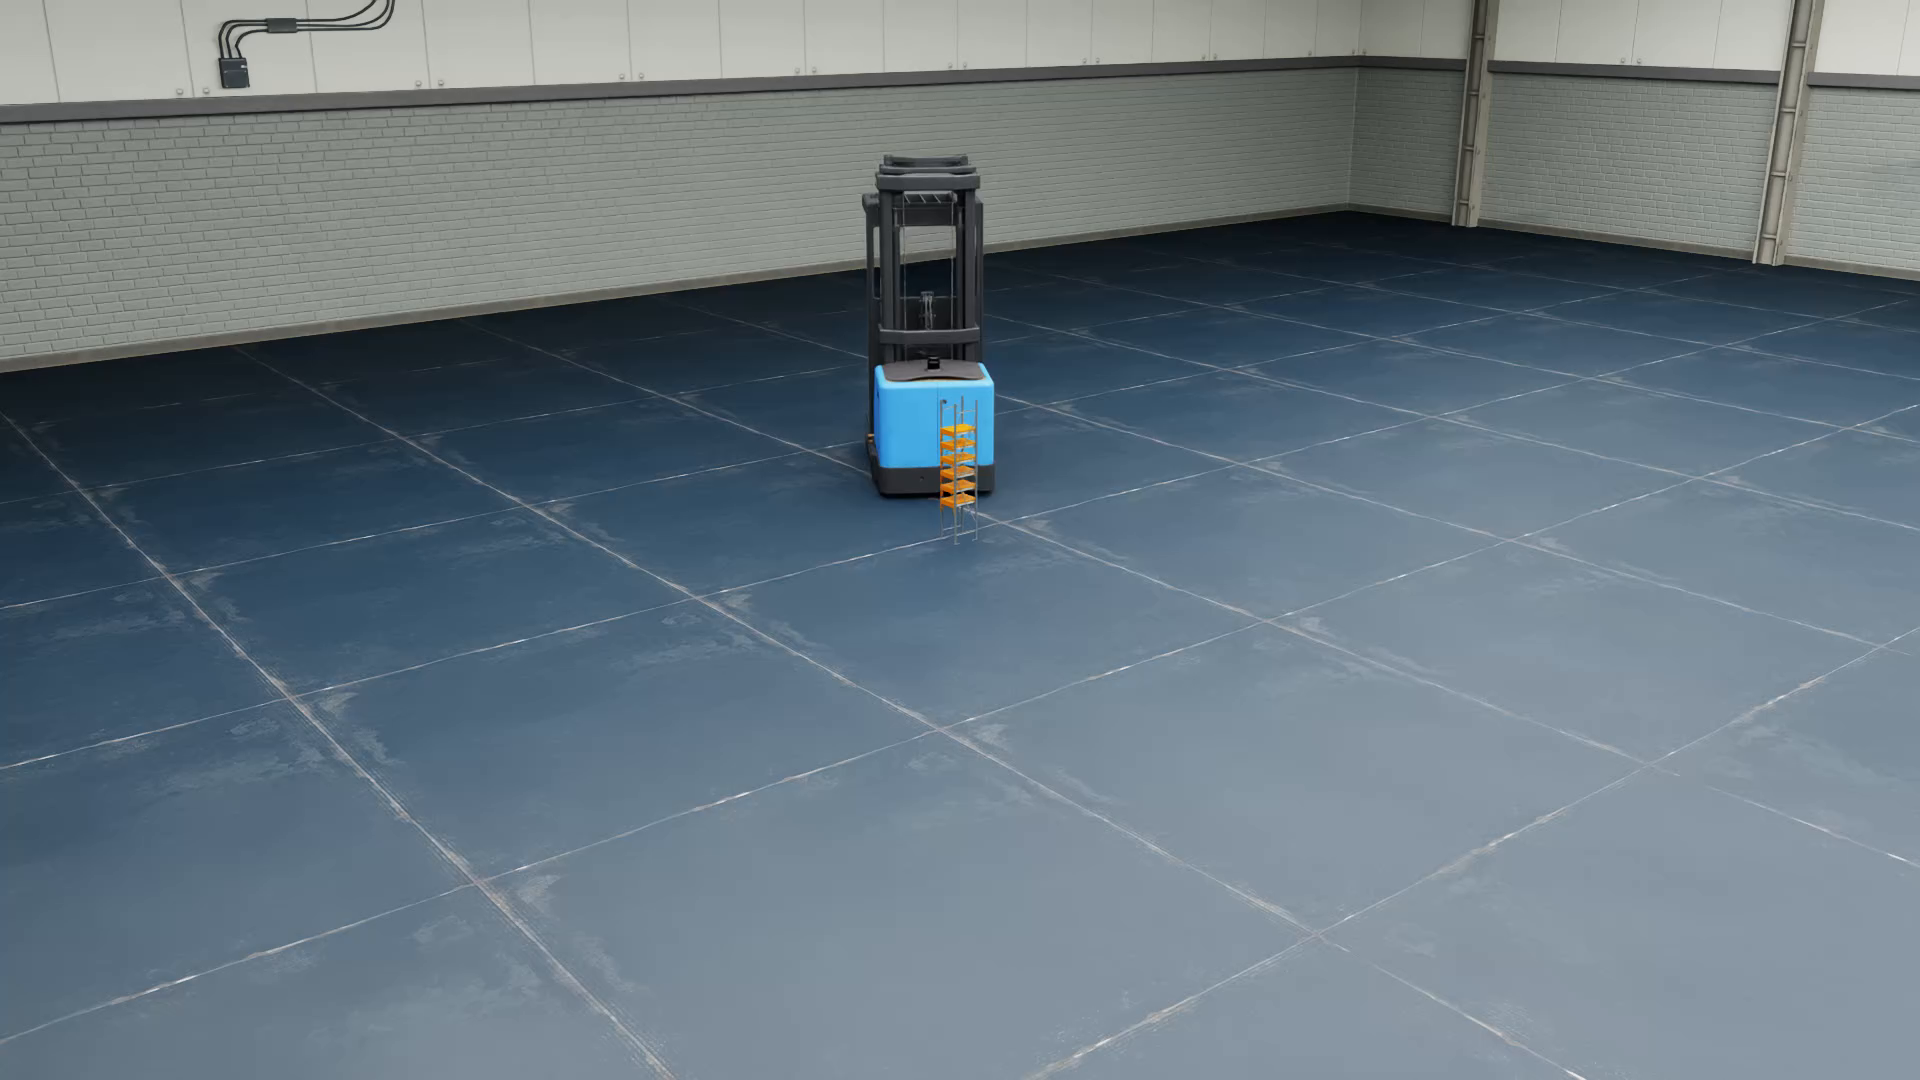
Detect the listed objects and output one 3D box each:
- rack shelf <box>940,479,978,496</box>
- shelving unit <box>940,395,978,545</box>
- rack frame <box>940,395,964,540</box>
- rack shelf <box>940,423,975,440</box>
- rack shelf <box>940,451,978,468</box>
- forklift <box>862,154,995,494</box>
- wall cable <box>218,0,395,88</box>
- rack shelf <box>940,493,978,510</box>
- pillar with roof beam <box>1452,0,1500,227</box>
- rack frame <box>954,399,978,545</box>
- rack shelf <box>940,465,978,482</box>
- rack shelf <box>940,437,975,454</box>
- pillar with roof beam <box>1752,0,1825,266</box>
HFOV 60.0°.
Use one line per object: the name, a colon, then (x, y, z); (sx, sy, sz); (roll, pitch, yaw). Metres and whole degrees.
rack shelf: (-0.009, -0.417, 13.736); (0.258, 0.103, 0.180); (-14, 23, -36)
shelving unit: (-0.009, -0.573, 13.685); (0.258, 1.200, 0.189); (-14, 23, -36)
rack frame: (-0.066, -0.596, 13.753); (0.240, 1.200, 0.006); (-14, 23, -36)
rack shelf: (-0.009, -0.873, 13.585); (0.258, 0.103, 0.180); (-14, 23, -36)
rack shelf: (-0.009, -0.645, 13.661); (0.258, 0.103, 0.180); (-14, 23, -36)
forklift: (-0.354, -2.221, 15.908); (1.130, 2.935, 3.031); (-2, 18, -6)
wall cable: (-8.225, -8.681, 20.354); (2.305, 6.003, 0.169); (-14, 23, -36)
rack shelf: (-0.009, -0.303, 13.774); (0.258, 0.103, 0.180); (-14, 23, -36)
pillar with roof beam: (6.433, -9.542, 28.363); (9.100, 9.000, 0.400); (-14, 23, -36)
rack frame: (0.048, -0.551, 13.617); (0.240, 1.200, 0.006); (-14, 23, -36)
rack shelf: (-0.009, -0.531, 13.699); (0.258, 0.103, 0.180); (-14, 23, -36)
rack shelf: (-0.009, -0.759, 13.623); (0.258, 0.103, 0.180); (-14, 23, -36)
pillar with roof beam: (10.159, -8.063, 23.898); (9.100, 9.000, 0.400); (-14, 23, -36)
